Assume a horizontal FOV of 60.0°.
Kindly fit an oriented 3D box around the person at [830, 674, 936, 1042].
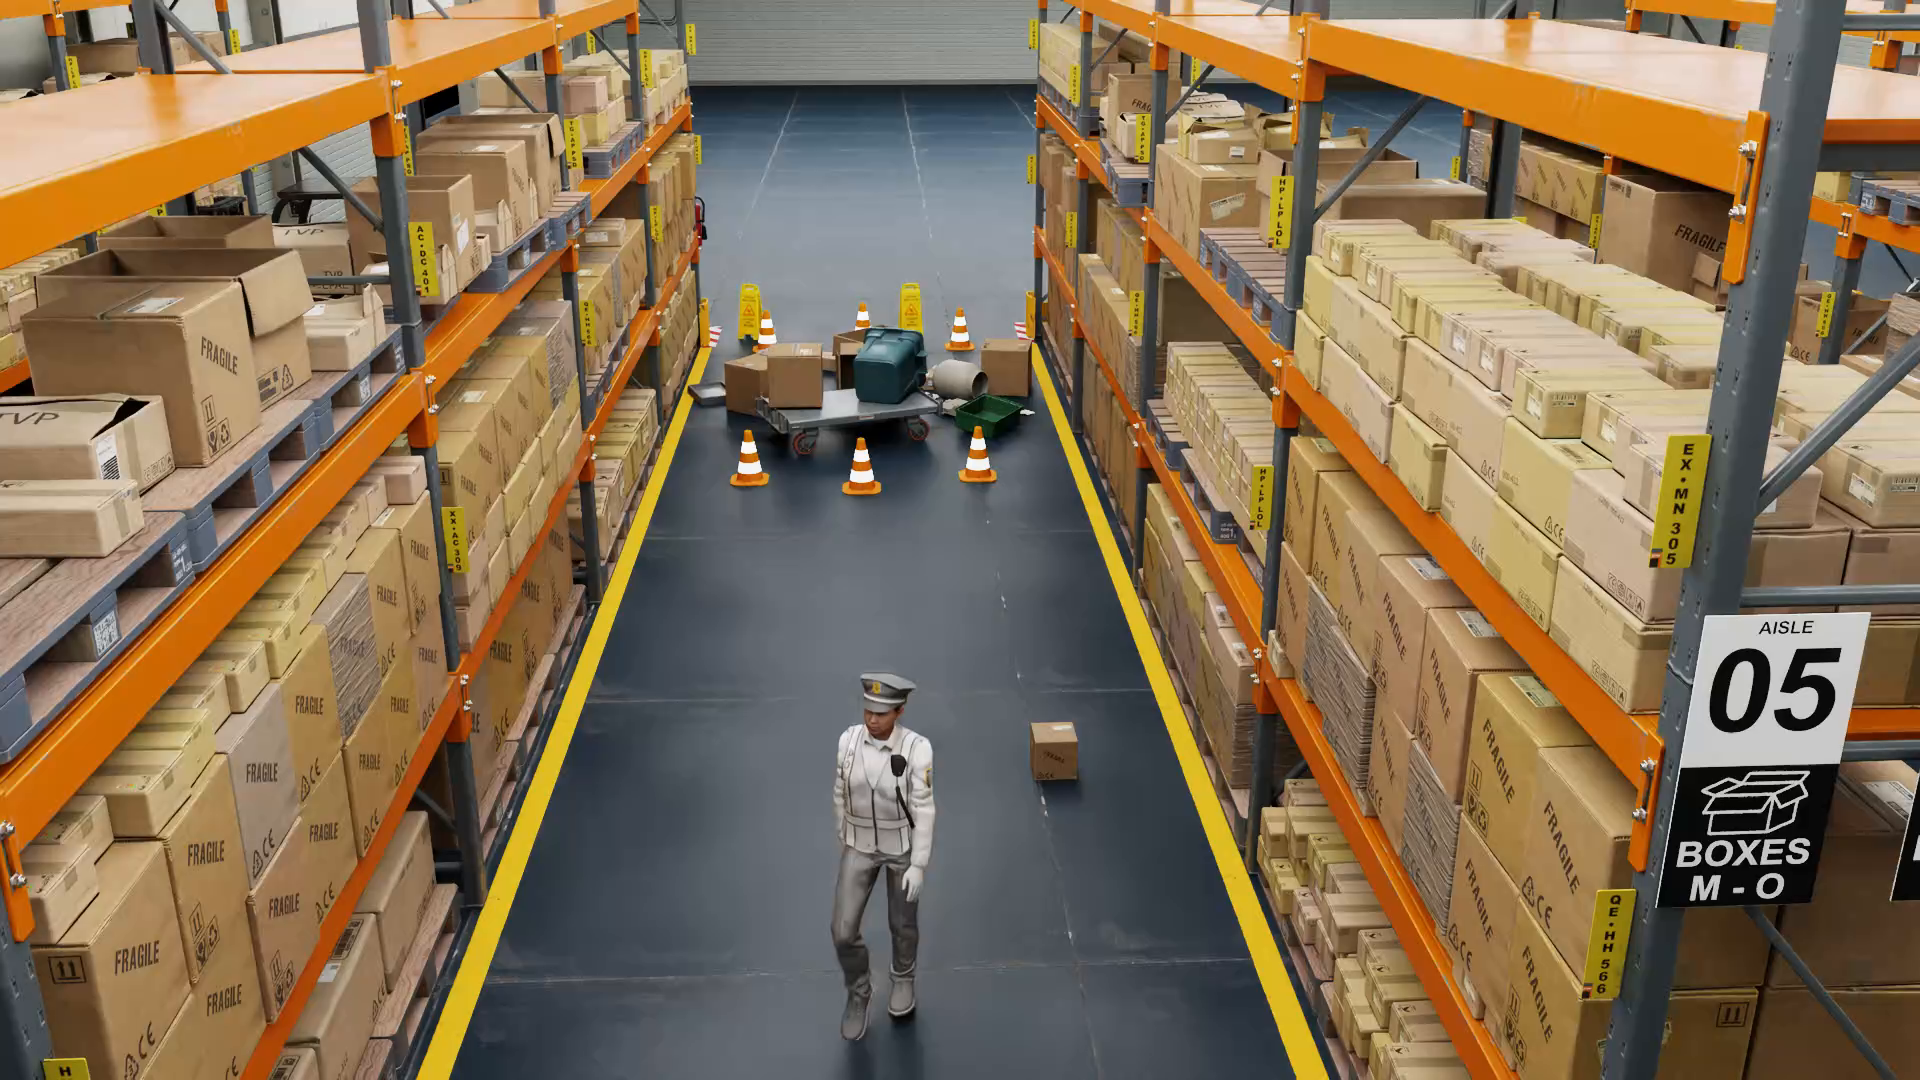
[{"bbox_3d":[-0.345,1.395,7.321,0.491,1.728,0.478,4,21,10],"label":"person"}]
